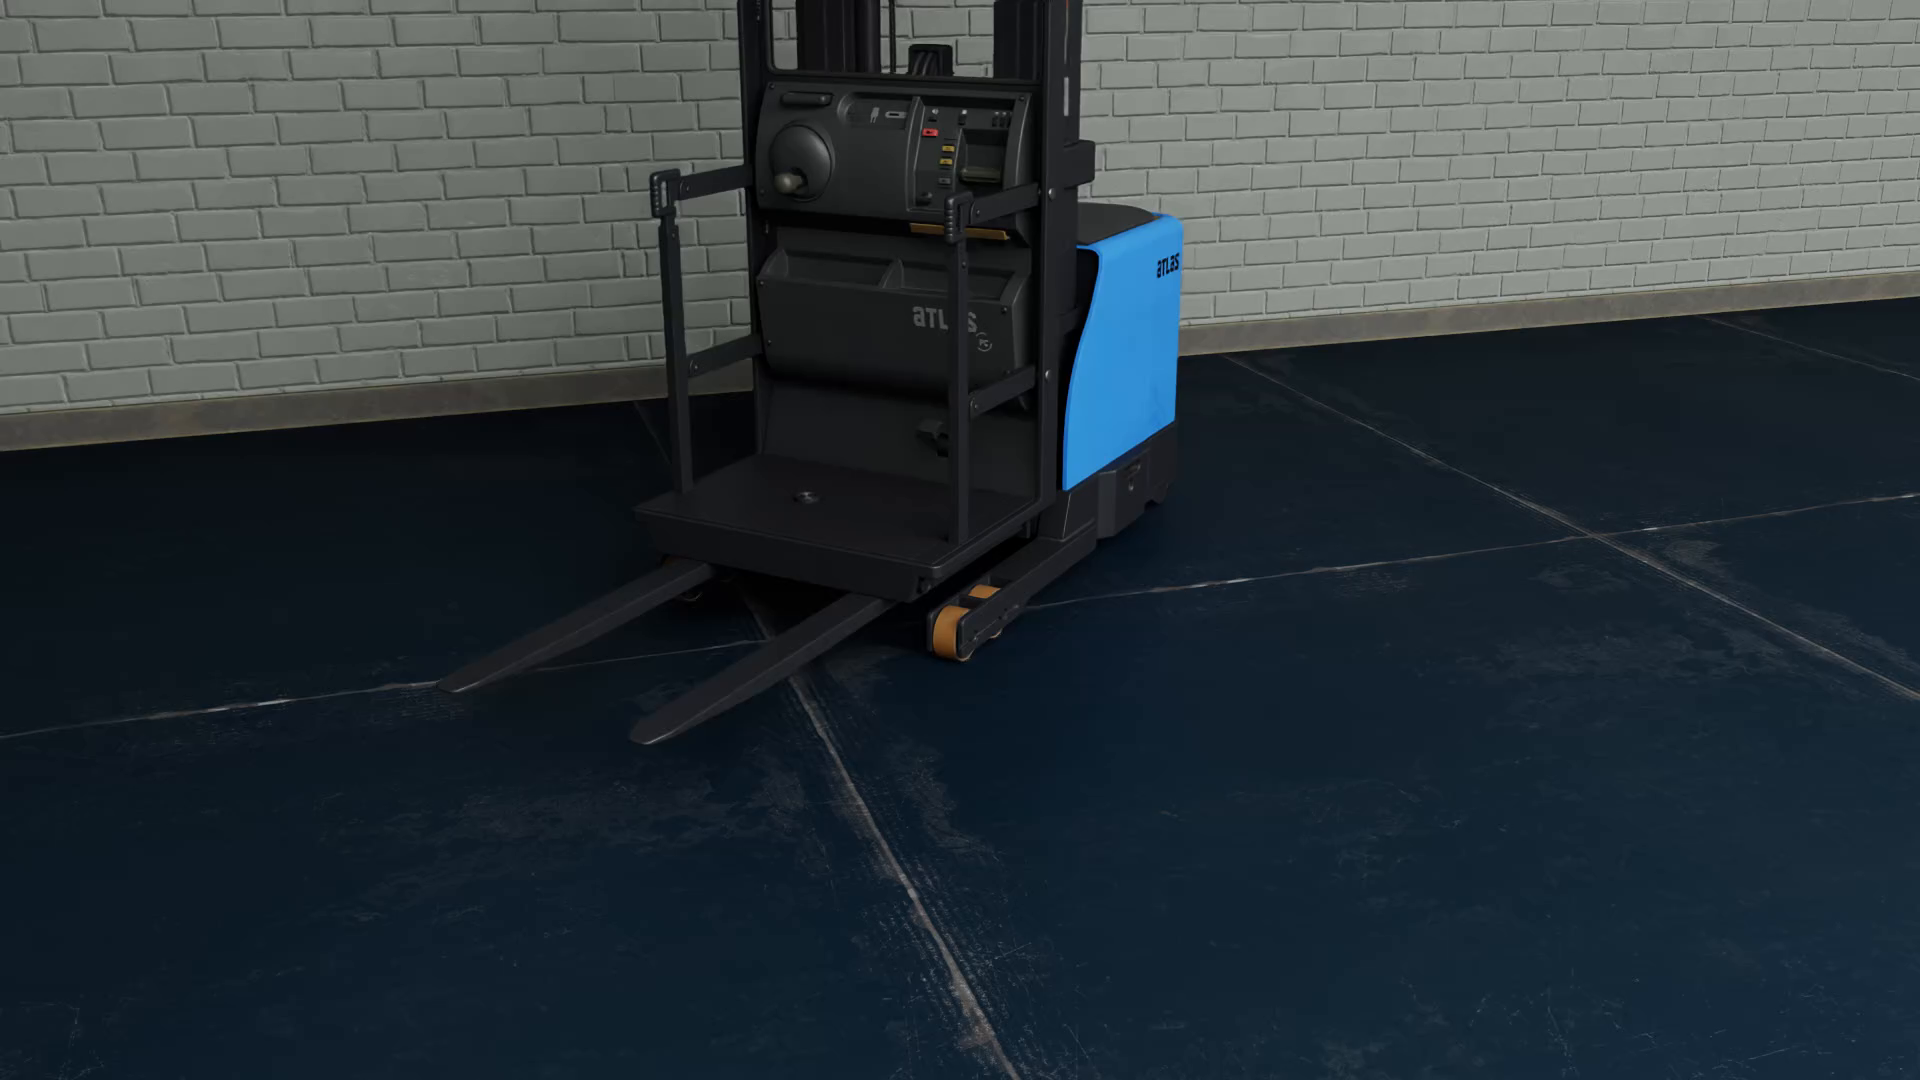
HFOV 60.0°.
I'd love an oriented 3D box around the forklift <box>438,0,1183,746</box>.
[{"bbox_3d":[-0.316,-1.193,4.901,1.130,2.935,3.031,10,22,26],"label":"forklift"}]
